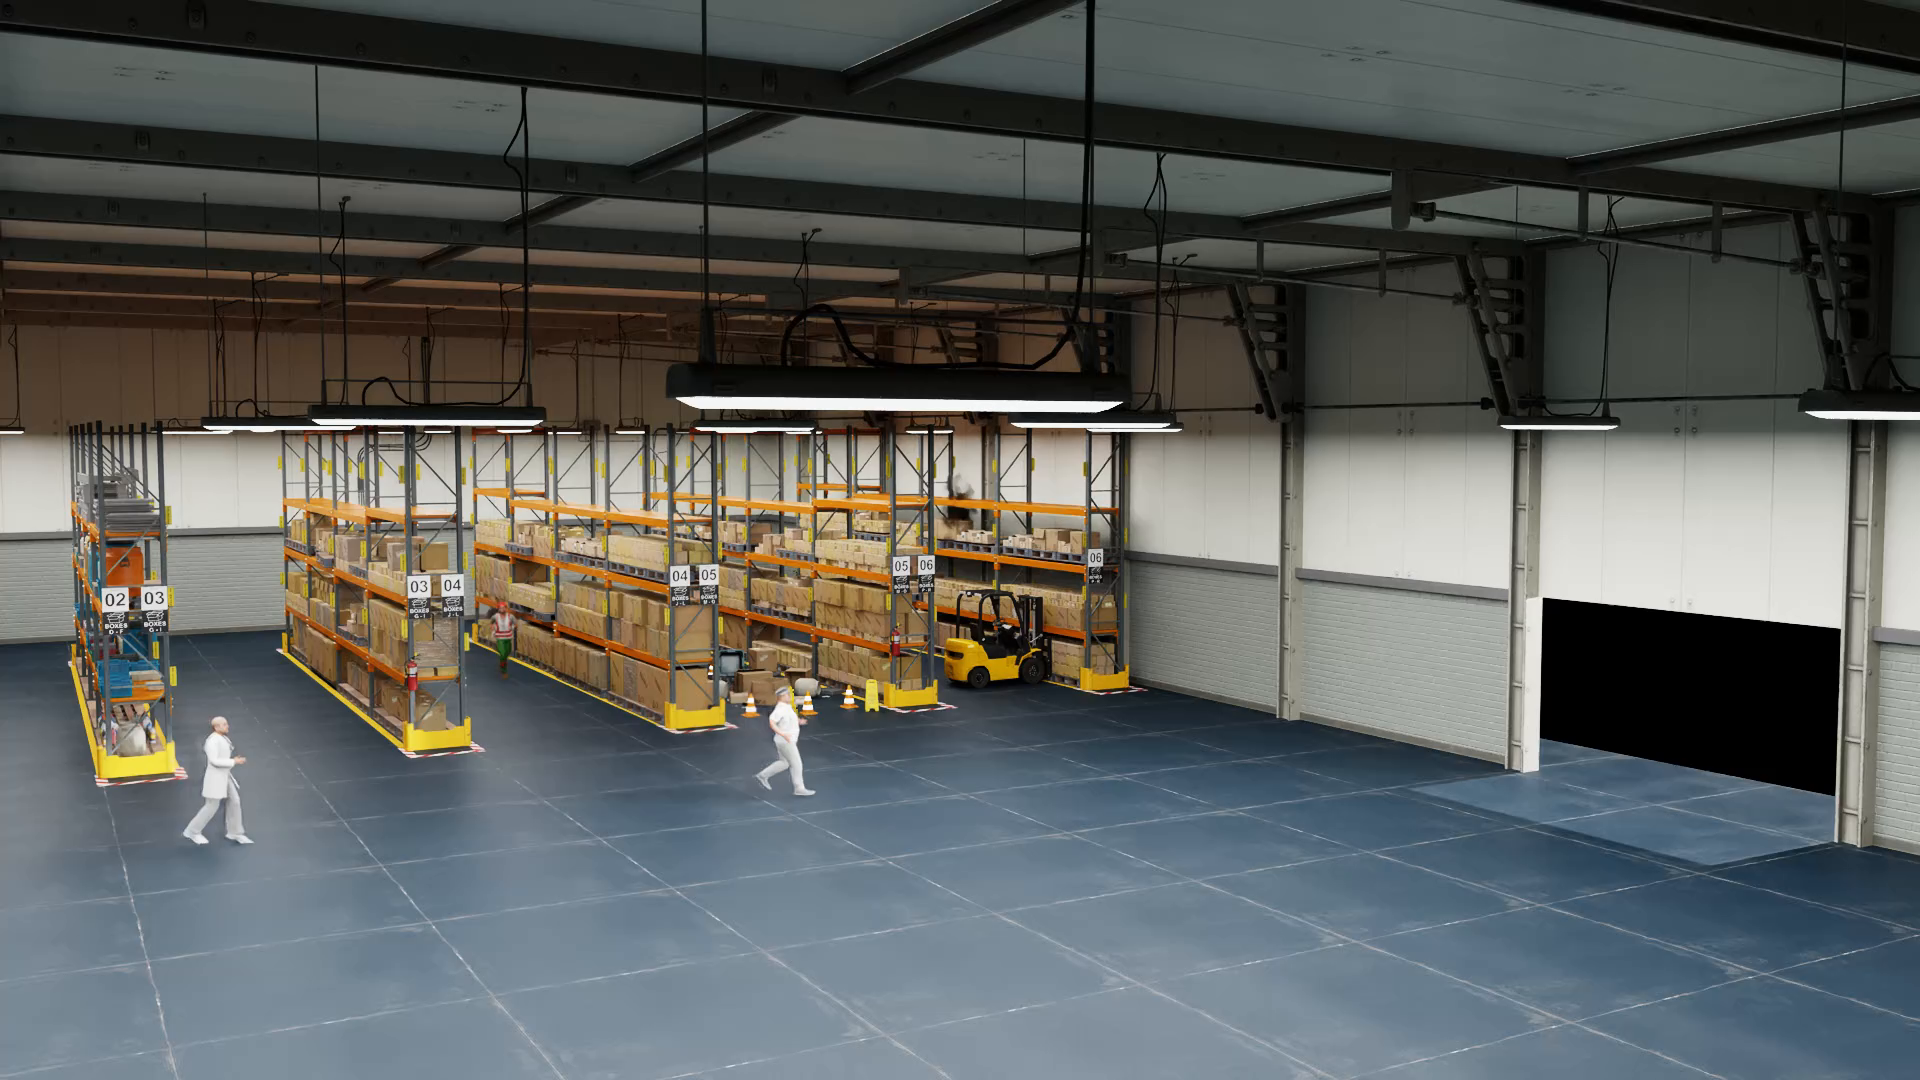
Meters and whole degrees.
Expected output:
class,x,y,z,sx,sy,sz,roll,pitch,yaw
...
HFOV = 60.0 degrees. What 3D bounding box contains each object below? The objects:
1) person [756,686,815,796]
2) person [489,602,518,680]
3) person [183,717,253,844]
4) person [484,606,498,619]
class,x,y,z,sx,sy,sz,roll,pitch,yaw
person,-2.792,3.189,26.513,0.953,1.755,0.672,0,4,-2
person,-10.862,2.372,39.655,0.633,1.804,0.928,-2,4,-26
person,-10.420,3.394,23.295,0.887,1.845,0.712,-1,4,-9
person,-13.519,1.887,48.080,1.018,1.694,0.664,-2,4,-27
